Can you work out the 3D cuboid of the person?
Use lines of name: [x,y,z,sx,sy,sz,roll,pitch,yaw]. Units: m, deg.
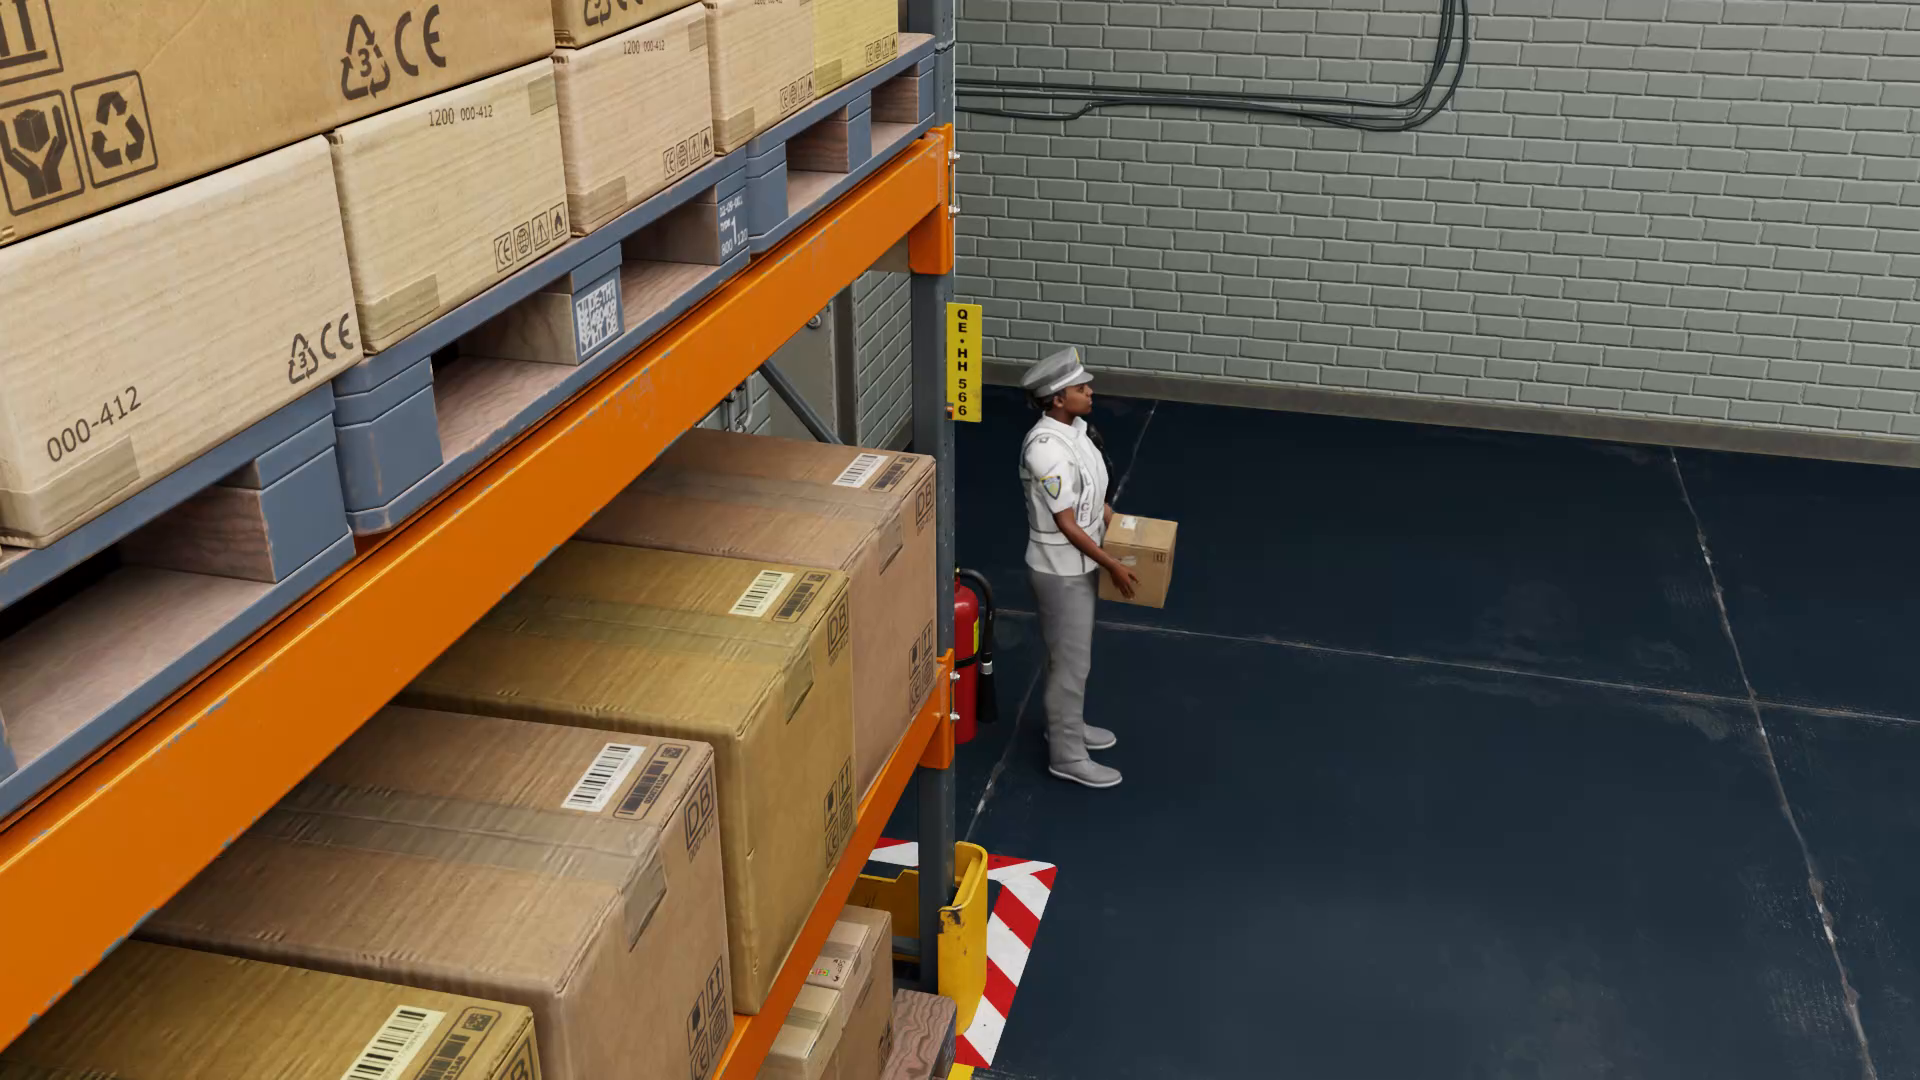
person: [3.849,2.669,0.804,10.106,1.838,10.708,6,26,13]
